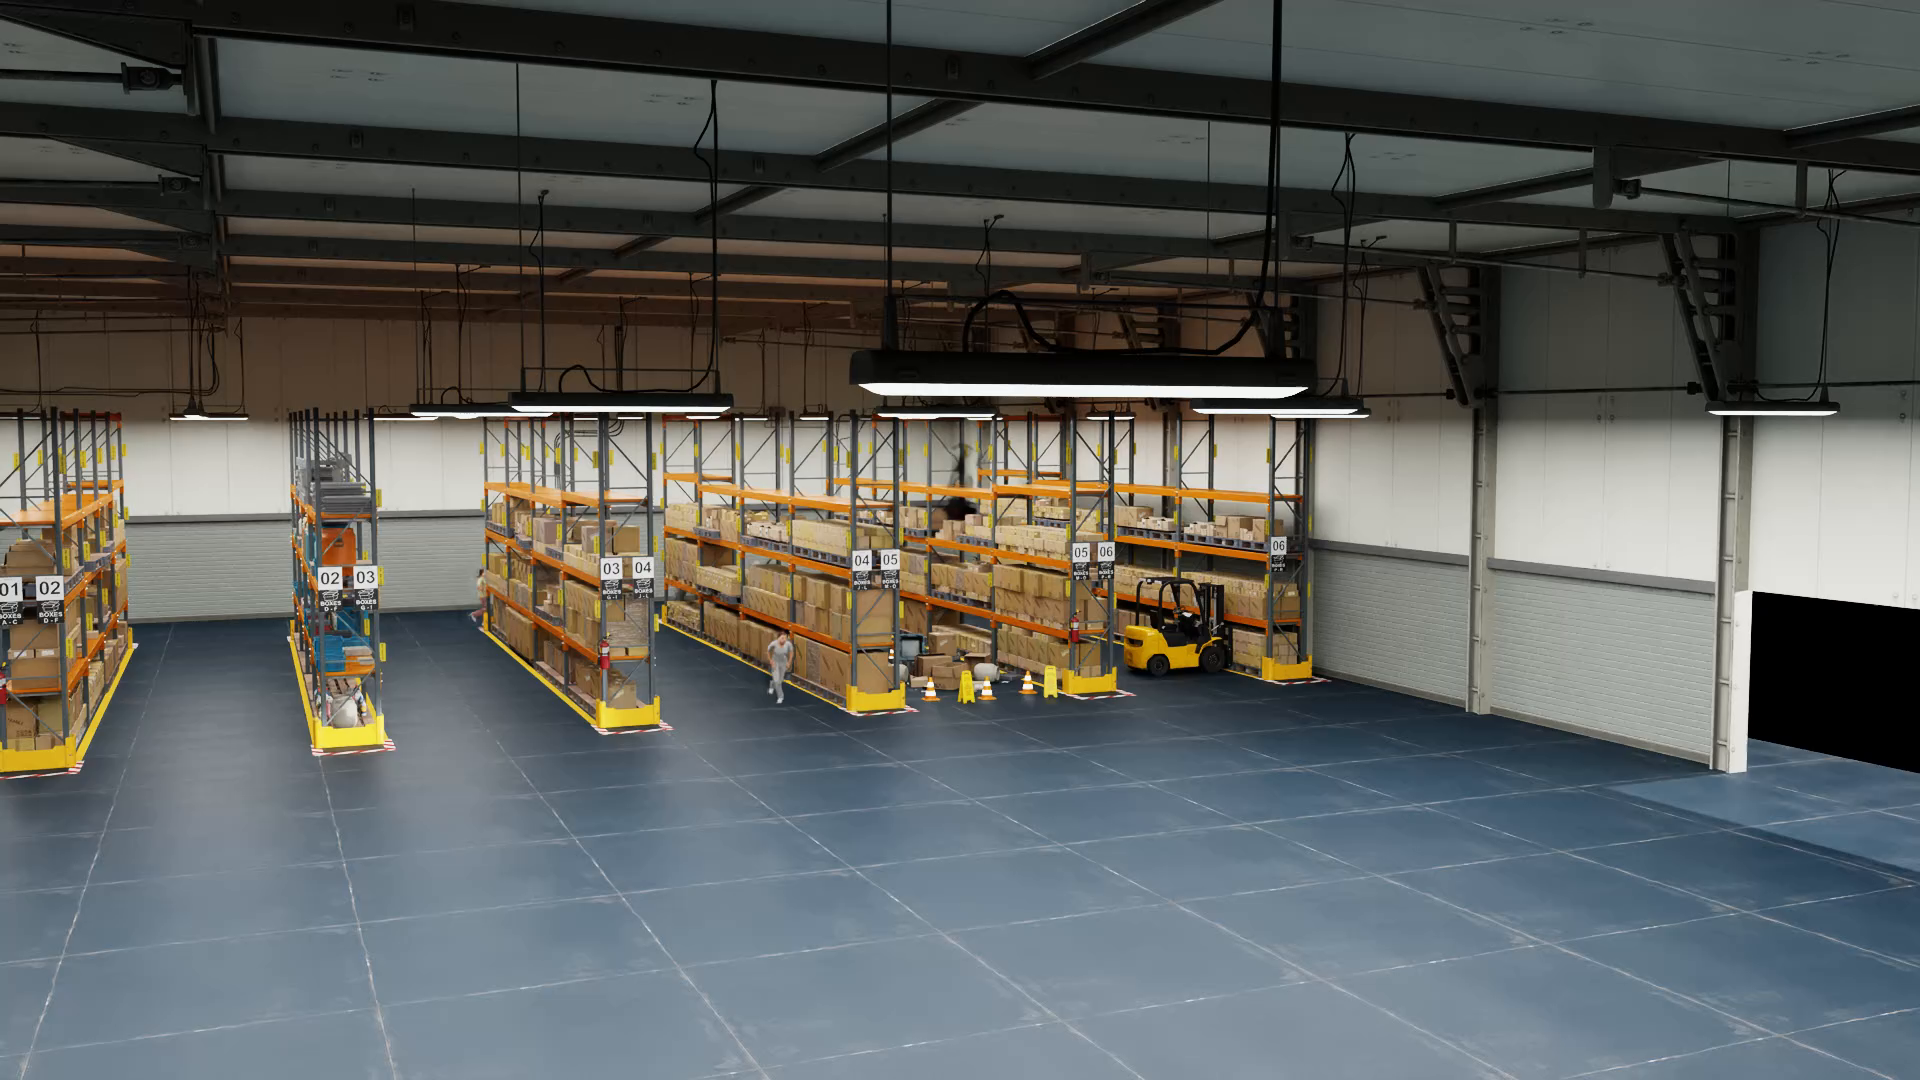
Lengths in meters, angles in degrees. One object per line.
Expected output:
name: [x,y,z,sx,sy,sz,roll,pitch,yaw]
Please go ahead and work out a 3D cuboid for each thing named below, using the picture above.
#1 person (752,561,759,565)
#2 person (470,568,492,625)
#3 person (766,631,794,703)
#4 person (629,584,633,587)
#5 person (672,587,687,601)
person: [-5.791,1.517,47.941,0.653,1.831,0.842,-2,5,-28]
person: [-13.548,1.612,47.076,0.619,1.626,0.555,0,4,-6]
person: [-3.741,2.584,34.320,0.567,1.518,0.964,-1,4,-19]
person: [-8.788,1.749,45.570,0.695,1.616,0.989,-1,4,-18]
person: [-8.162,1.508,49.032,0.711,1.632,0.618,-1,4,-15]
